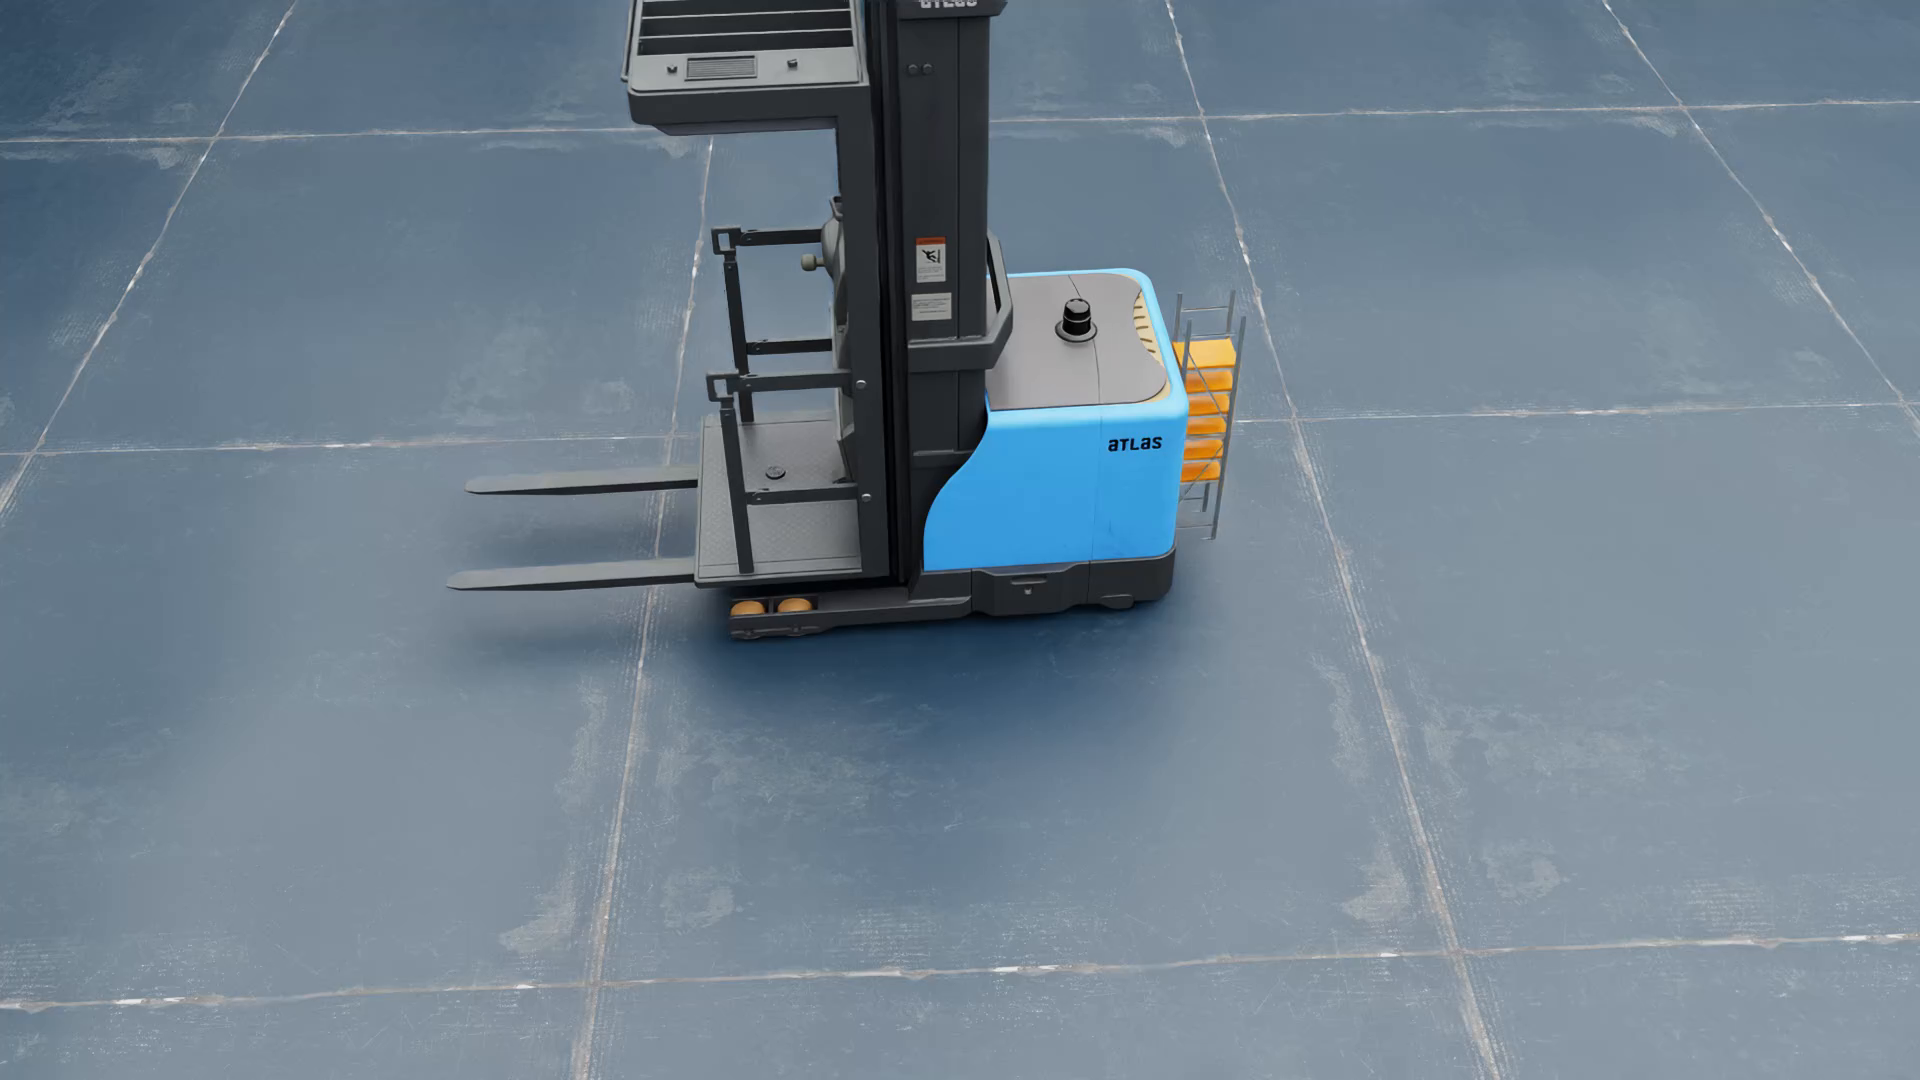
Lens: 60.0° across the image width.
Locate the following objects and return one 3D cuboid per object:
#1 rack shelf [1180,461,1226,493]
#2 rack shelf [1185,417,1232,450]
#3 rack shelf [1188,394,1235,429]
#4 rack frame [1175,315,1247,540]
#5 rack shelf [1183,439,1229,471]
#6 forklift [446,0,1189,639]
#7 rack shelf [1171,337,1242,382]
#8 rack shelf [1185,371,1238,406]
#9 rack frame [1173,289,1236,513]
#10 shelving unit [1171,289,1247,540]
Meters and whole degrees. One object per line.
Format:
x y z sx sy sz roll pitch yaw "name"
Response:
1.008 -0.291 7.250 0.258 0.103 0.180 -4 43 -5 "rack shelf"
1.008 -0.468 7.088 0.258 0.103 0.180 -4 43 -5 "rack shelf"
1.008 -0.556 7.006 0.258 0.103 0.180 -4 43 -5 "rack shelf"
1.019 -0.439 6.991 0.240 1.200 0.006 -4 43 -5 "rack frame"
1.008 -0.379 7.169 0.258 0.103 0.180 -4 43 -5 "rack shelf"
-0.645 -1.041 6.366 3.031 2.935 1.130 -4 43 -4 "forklift"
1.008 -0.733 6.844 0.258 0.103 0.180 -4 43 -5 "rack shelf"
1.008 -0.644 6.925 0.258 0.103 0.180 -4 43 -5 "rack shelf"
0.998 -0.562 7.125 0.240 1.200 0.006 -4 43 -5 "rack frame"
1.008 -0.500 7.058 0.258 1.200 0.189 -4 43 -5 "shelving unit"
